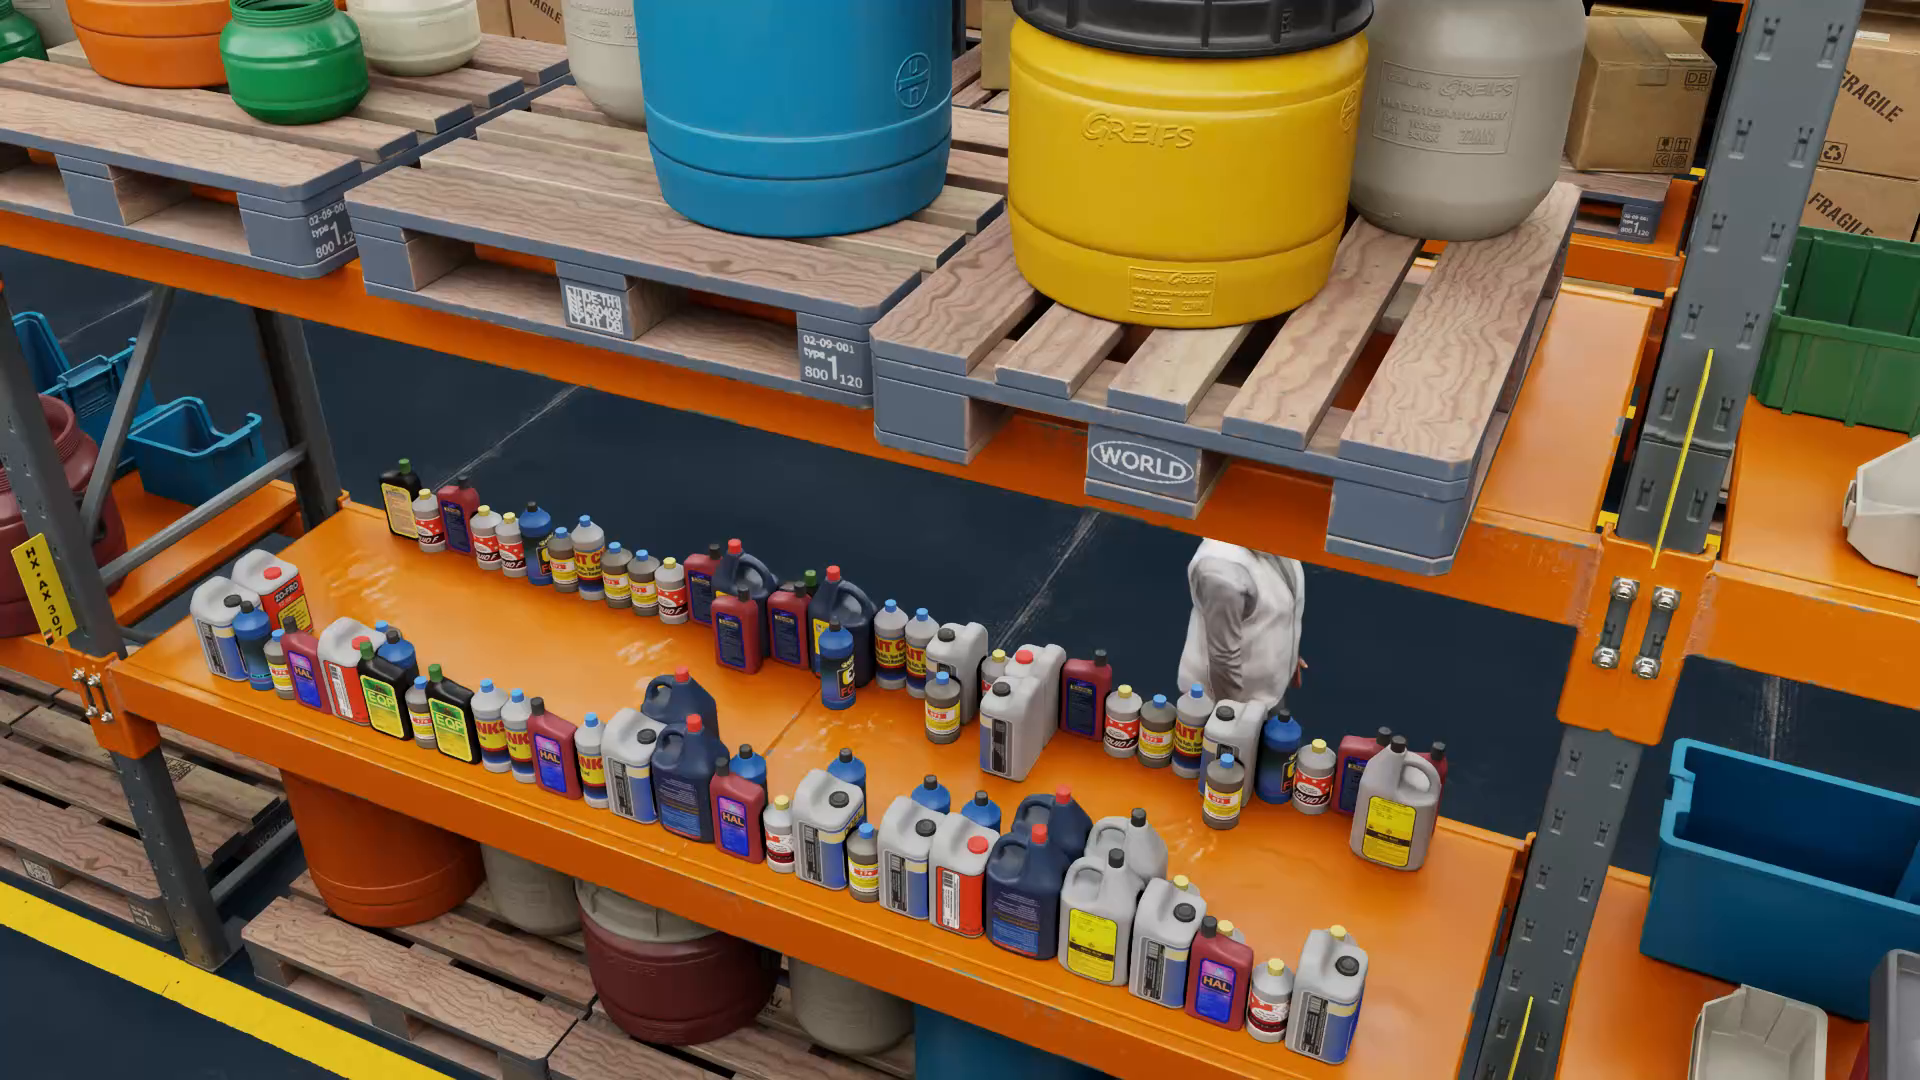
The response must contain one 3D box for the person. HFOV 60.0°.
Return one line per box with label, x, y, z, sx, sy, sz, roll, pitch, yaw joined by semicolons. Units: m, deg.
person;0.934;0.454;5.455;0.389;1.760;0.540;15;36;21
